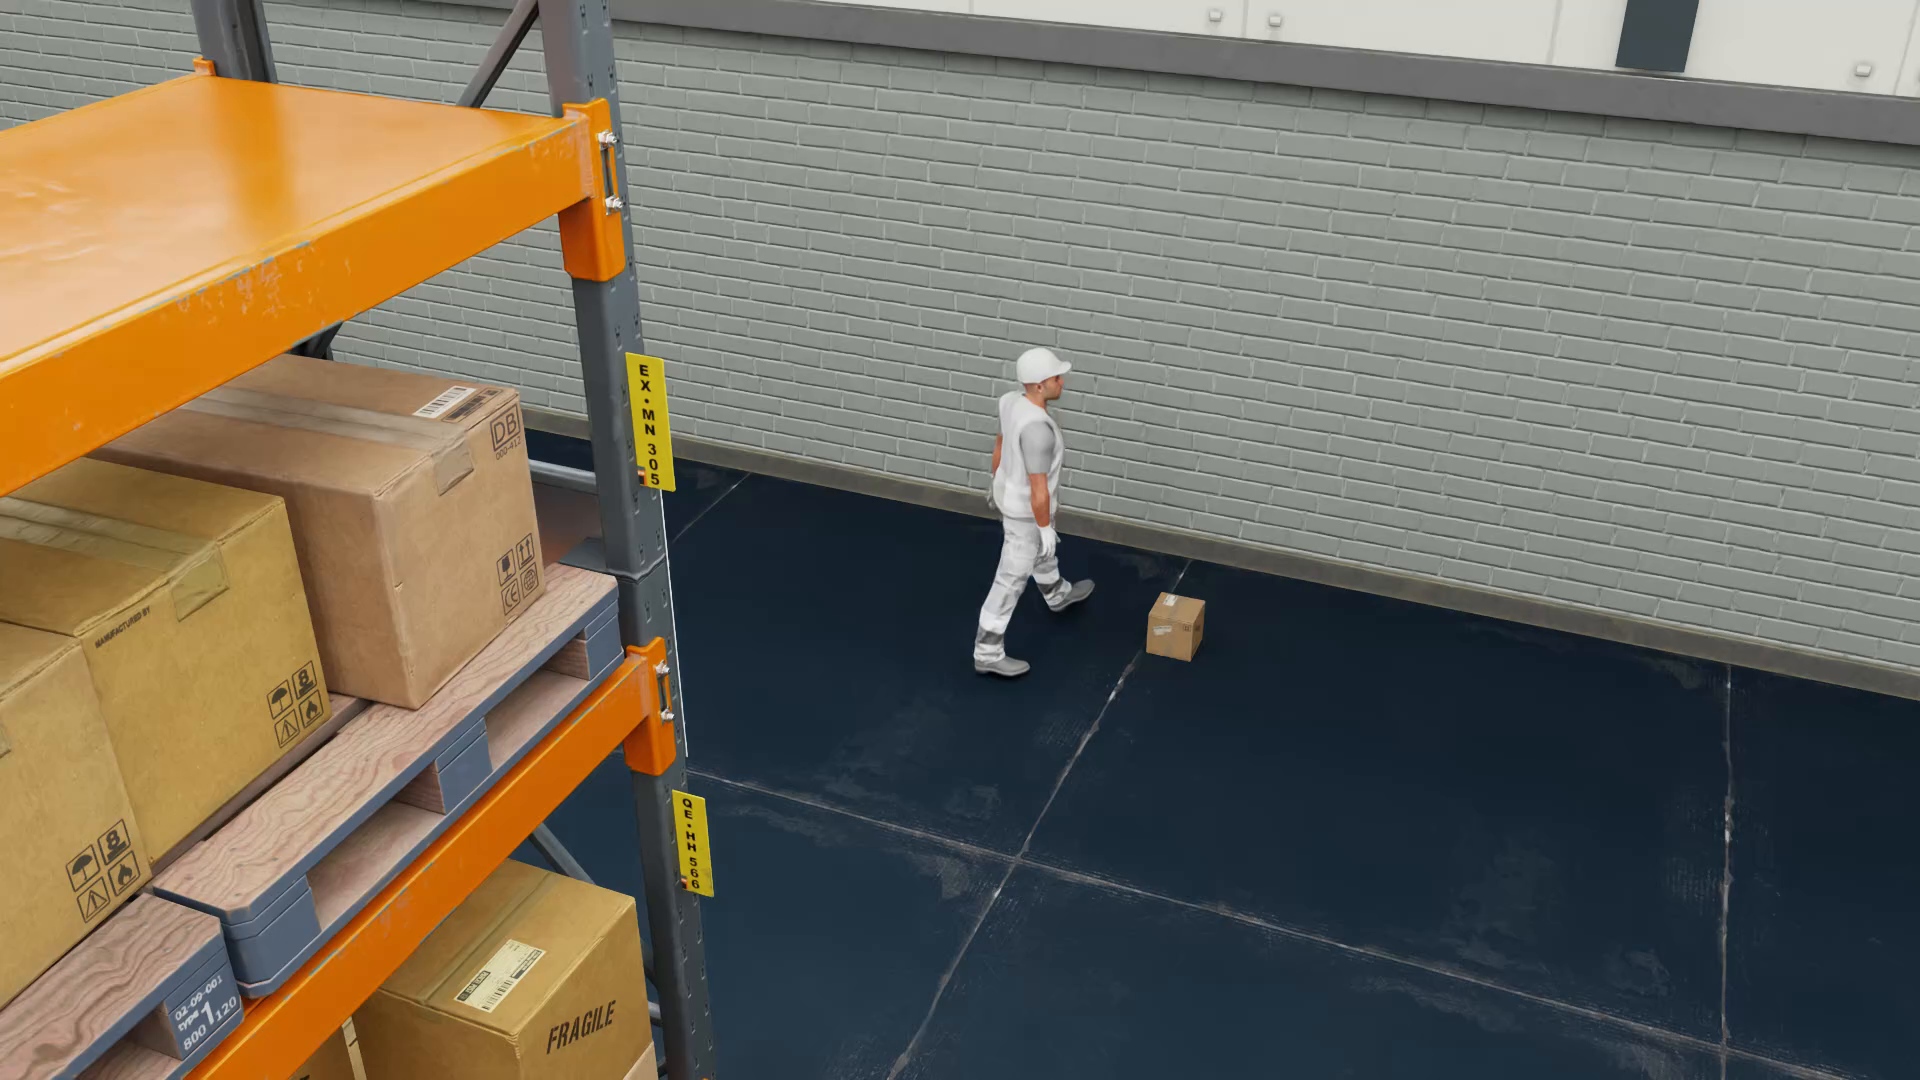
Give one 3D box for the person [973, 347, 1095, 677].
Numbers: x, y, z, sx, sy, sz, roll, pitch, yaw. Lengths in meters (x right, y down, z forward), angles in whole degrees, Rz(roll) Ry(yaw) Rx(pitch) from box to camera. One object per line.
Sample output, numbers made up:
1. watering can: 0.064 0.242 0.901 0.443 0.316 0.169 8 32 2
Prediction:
1. person: 0.432 -0.211 8.743 0.829 1.755 0.762 -6 30 -11
